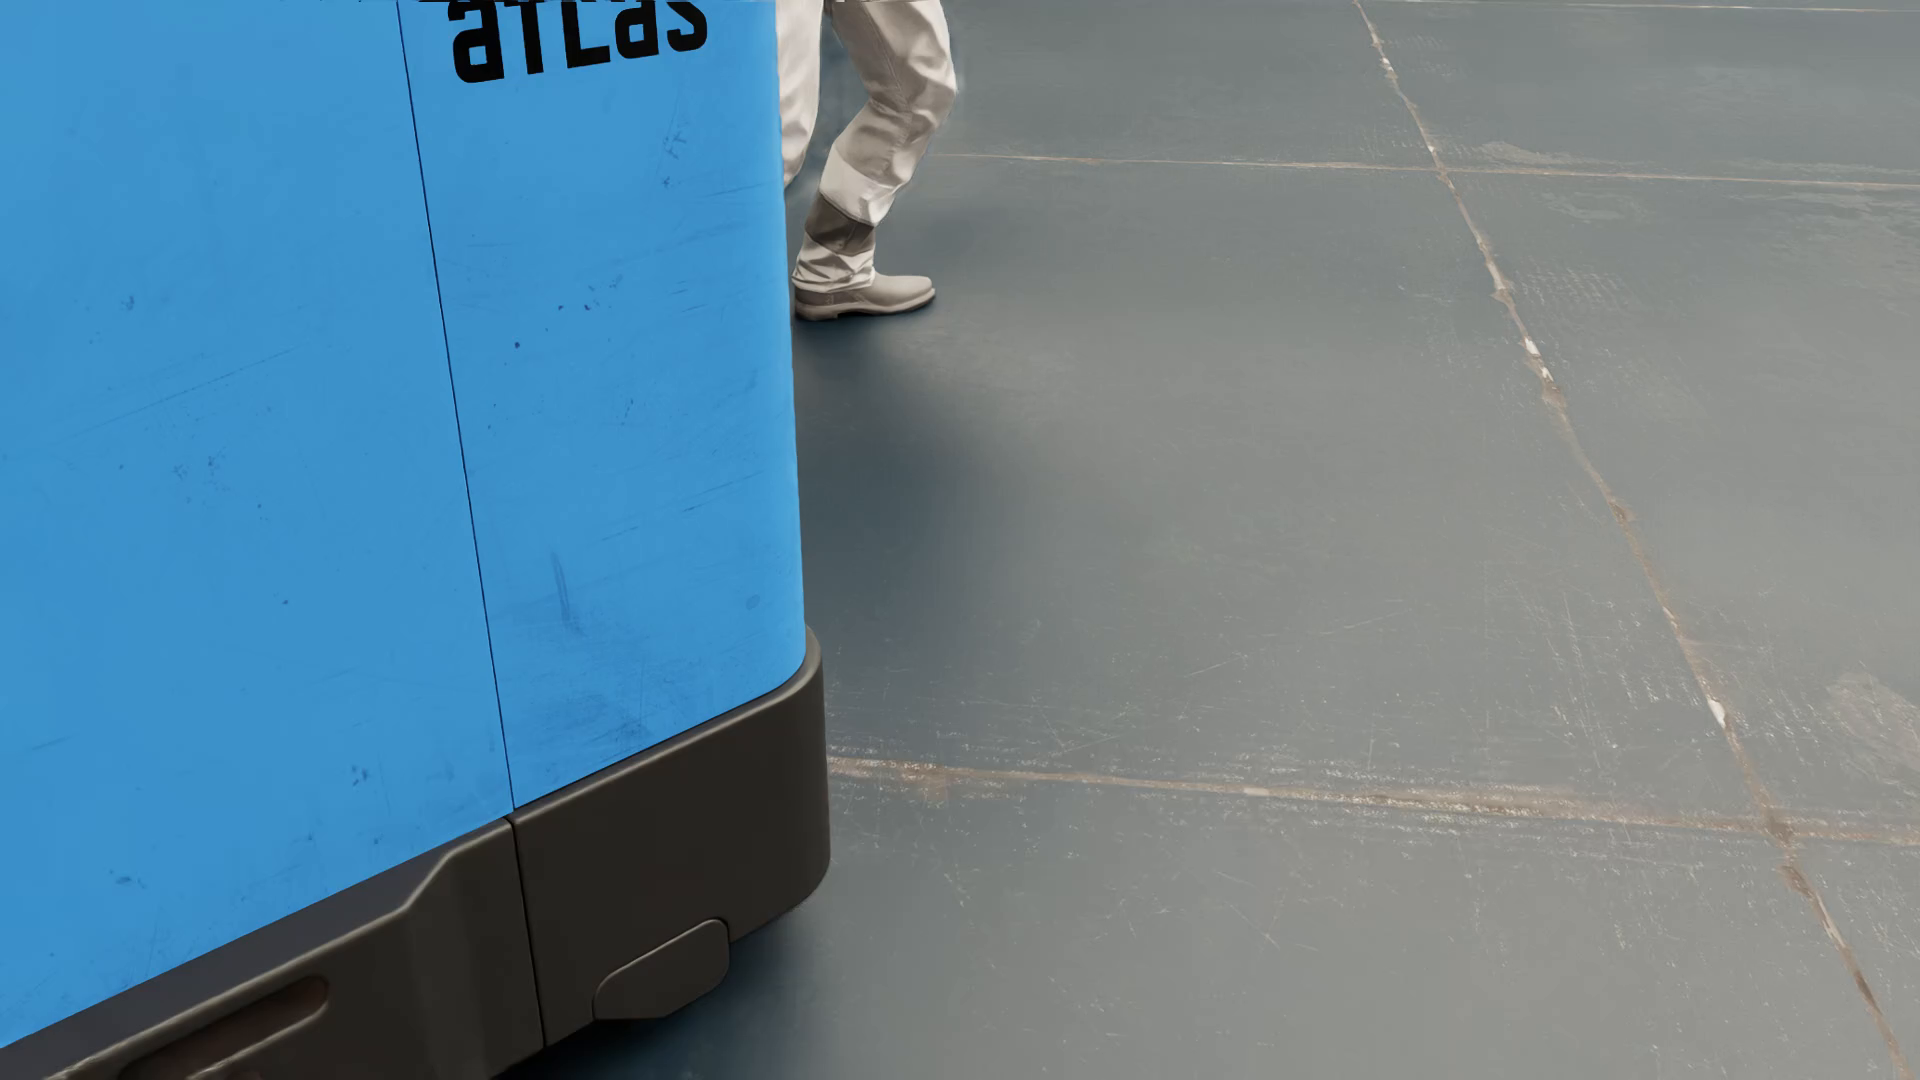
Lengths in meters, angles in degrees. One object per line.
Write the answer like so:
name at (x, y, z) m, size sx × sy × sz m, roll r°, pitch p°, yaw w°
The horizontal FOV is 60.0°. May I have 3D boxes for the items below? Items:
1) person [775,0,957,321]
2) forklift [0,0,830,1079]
person at (-0.373, -1.123, 2.847) m, size 0.496 × 1.702 × 0.894 m, roll 17°, pitch 31°, yaw 31°
forklift at (-1.543, -0.622, 0.463) m, size 3.031 × 2.935 × 1.130 m, roll -23°, pitch 35°, yaw -38°
